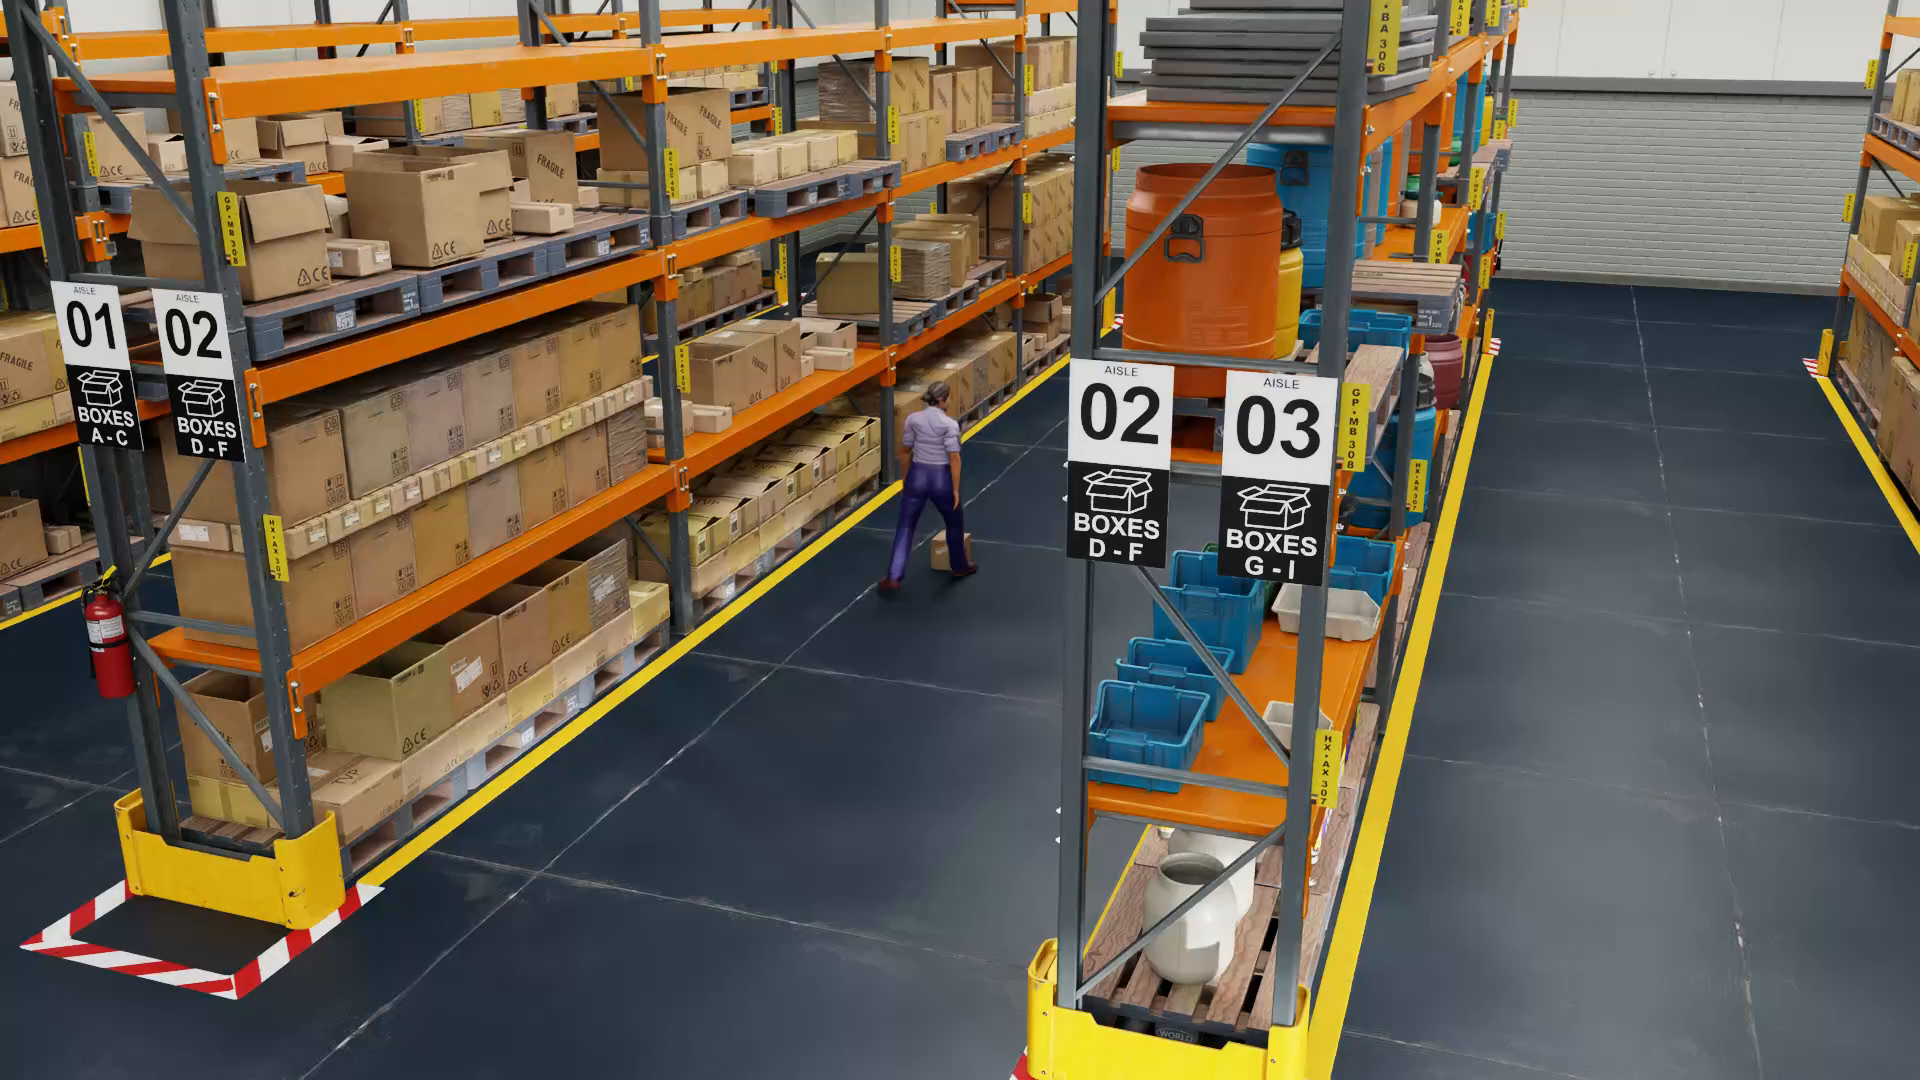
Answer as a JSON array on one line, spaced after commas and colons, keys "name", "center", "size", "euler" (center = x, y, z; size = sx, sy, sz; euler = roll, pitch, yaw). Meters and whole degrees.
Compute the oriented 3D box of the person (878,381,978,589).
[{"name": "person", "center": [-0.265, -0.432, 12.857], "size": [0.621, 1.609, 0.912], "euler": [5, 19, 15]}]
